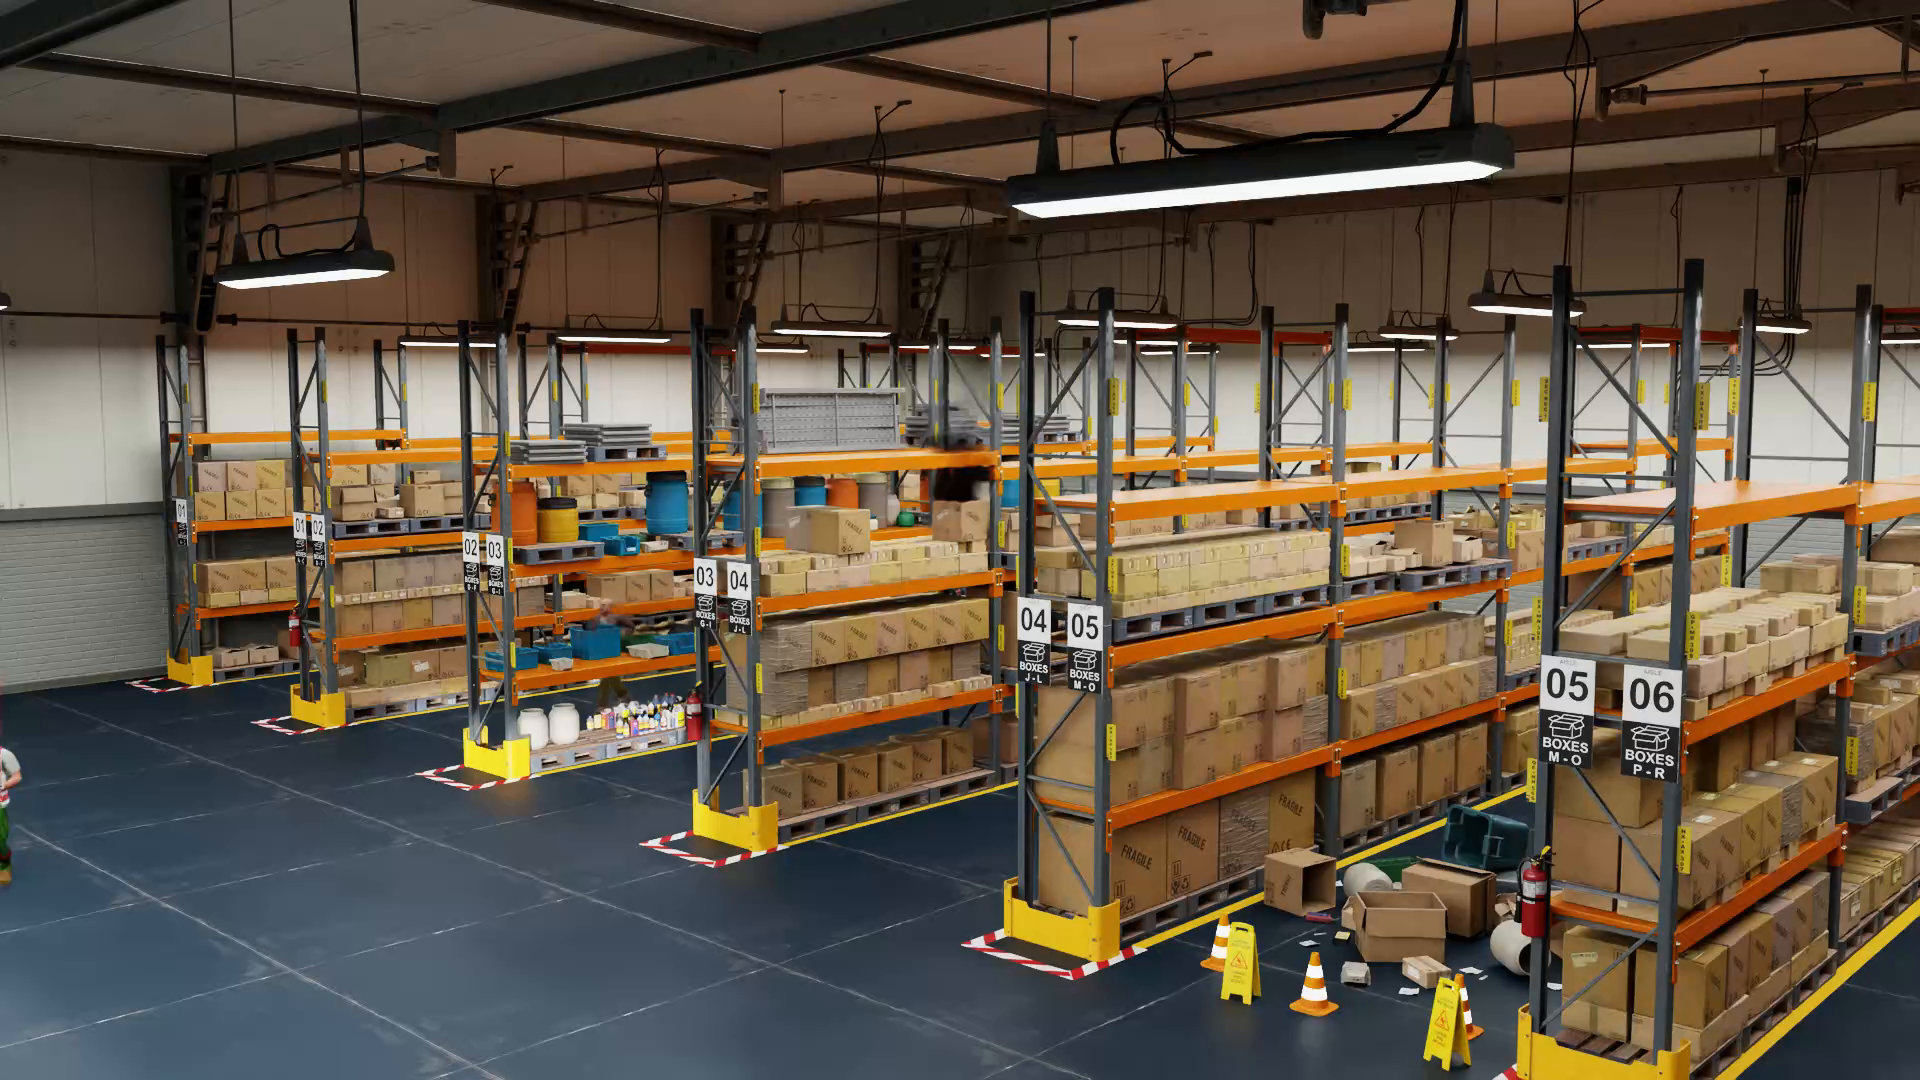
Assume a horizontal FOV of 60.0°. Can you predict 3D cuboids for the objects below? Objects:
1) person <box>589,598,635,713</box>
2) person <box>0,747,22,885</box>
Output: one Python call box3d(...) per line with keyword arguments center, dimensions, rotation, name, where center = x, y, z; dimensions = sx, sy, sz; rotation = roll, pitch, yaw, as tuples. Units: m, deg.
box3d(center=(-5.521, 1.816, 26.099), dimensions=(0.696, 1.822, 0.950), rotation=(4, 6, 34), name="person")
box3d(center=(-9.774, 2.699, 16.698), dimensions=(0.651, 1.795, 0.862), rotation=(-2, 6, -21), name="person")
